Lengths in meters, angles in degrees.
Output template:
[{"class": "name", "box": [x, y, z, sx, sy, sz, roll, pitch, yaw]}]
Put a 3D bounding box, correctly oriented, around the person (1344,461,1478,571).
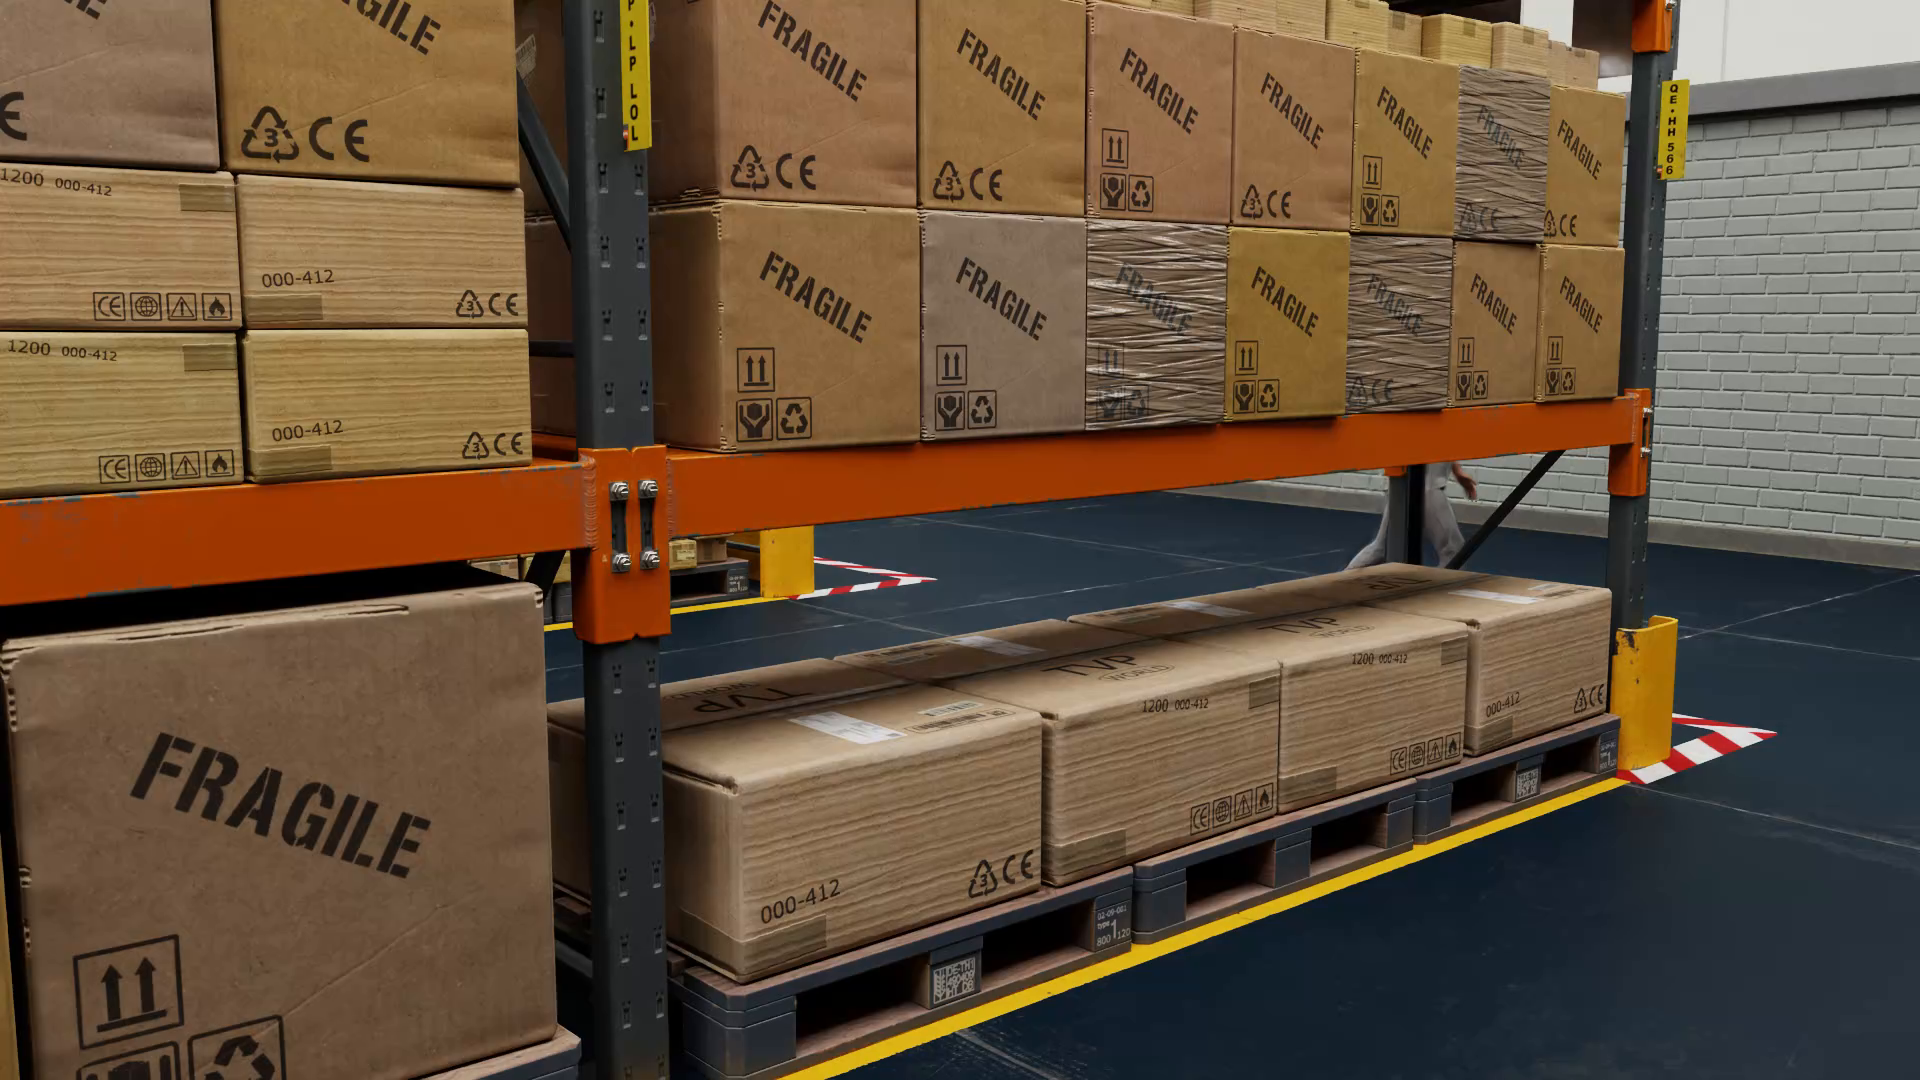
[{"class": "person", "box": [2.113, -0.252, 7.717, 0.889, 1.554, 0.468, 2, 8, 15]}]
